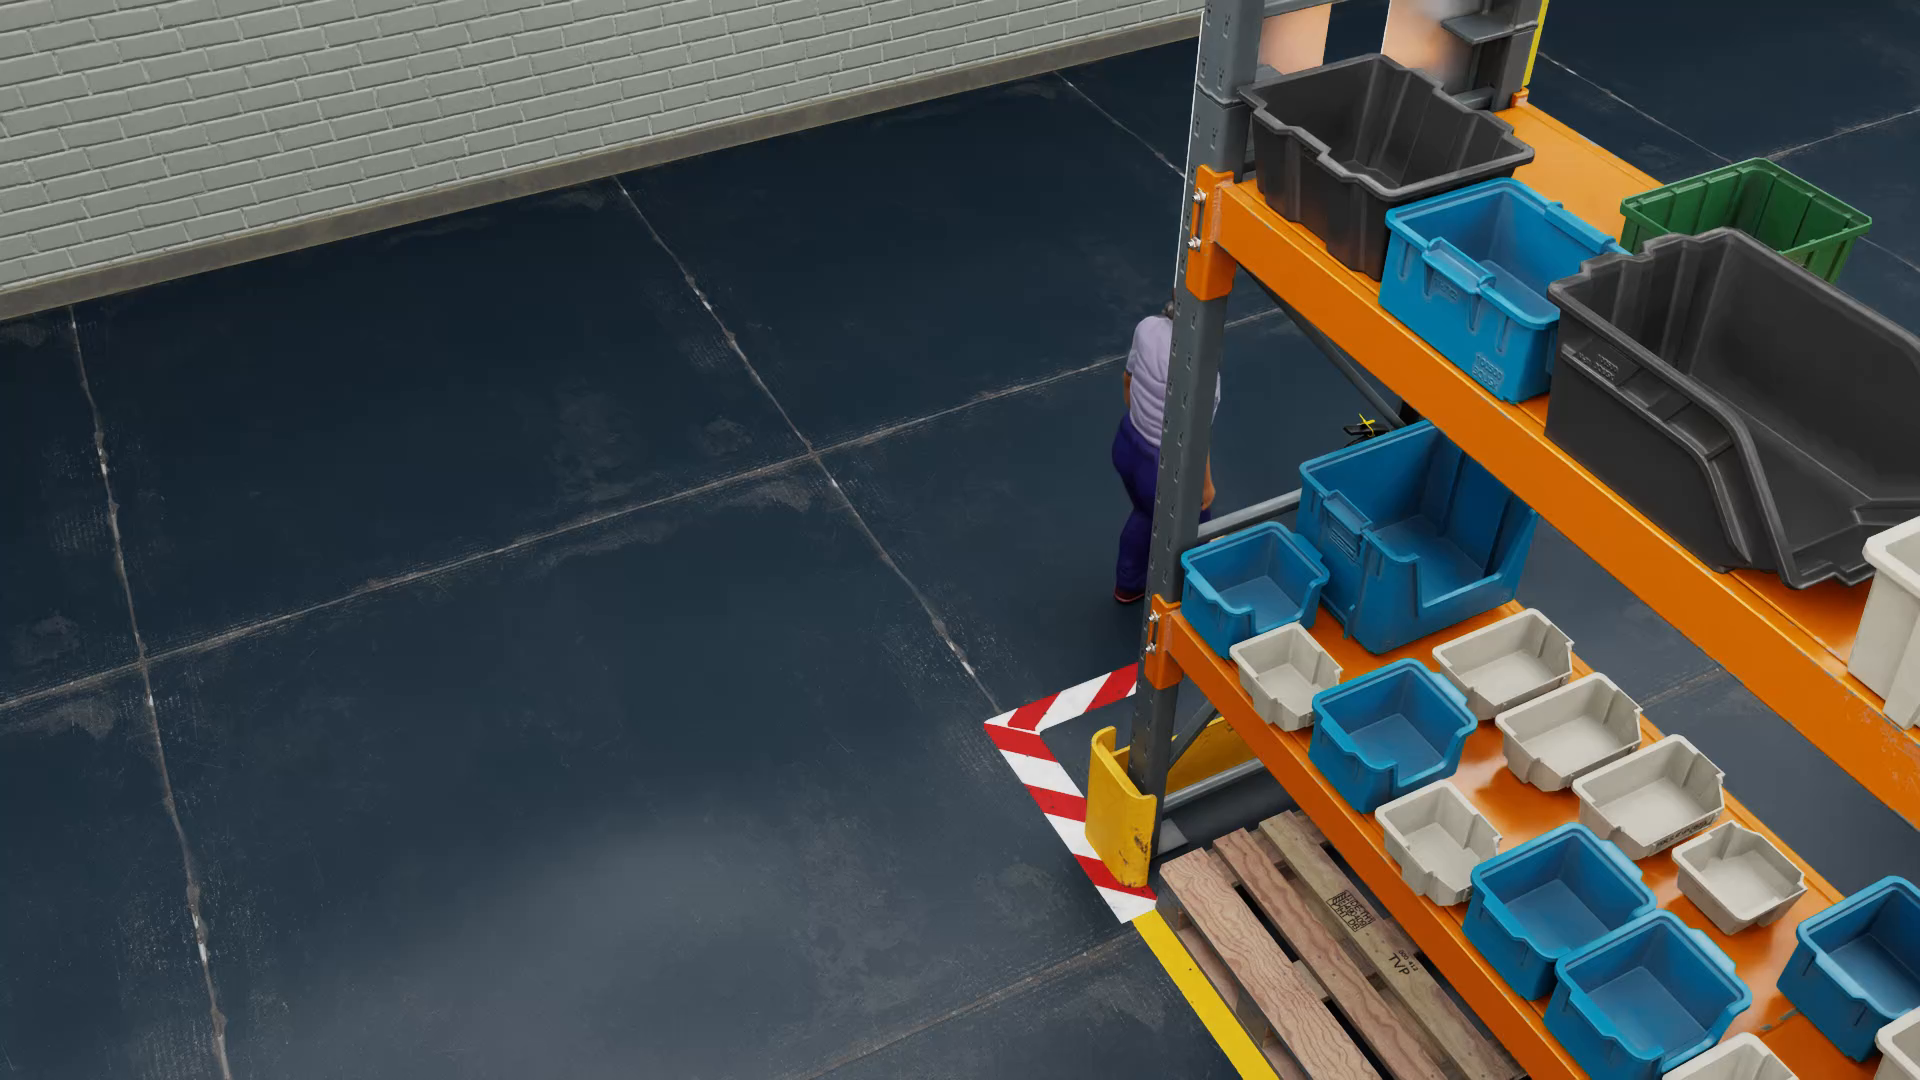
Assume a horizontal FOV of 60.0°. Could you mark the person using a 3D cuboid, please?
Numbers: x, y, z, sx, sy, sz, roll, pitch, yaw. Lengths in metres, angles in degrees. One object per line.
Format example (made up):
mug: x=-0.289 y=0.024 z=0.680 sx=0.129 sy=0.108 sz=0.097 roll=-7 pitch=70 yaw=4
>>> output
person: x=0.820 y=-0.314 z=6.520 sx=0.372 sy=1.651 sz=0.544 roll=-18 pitch=45 yaw=-19
